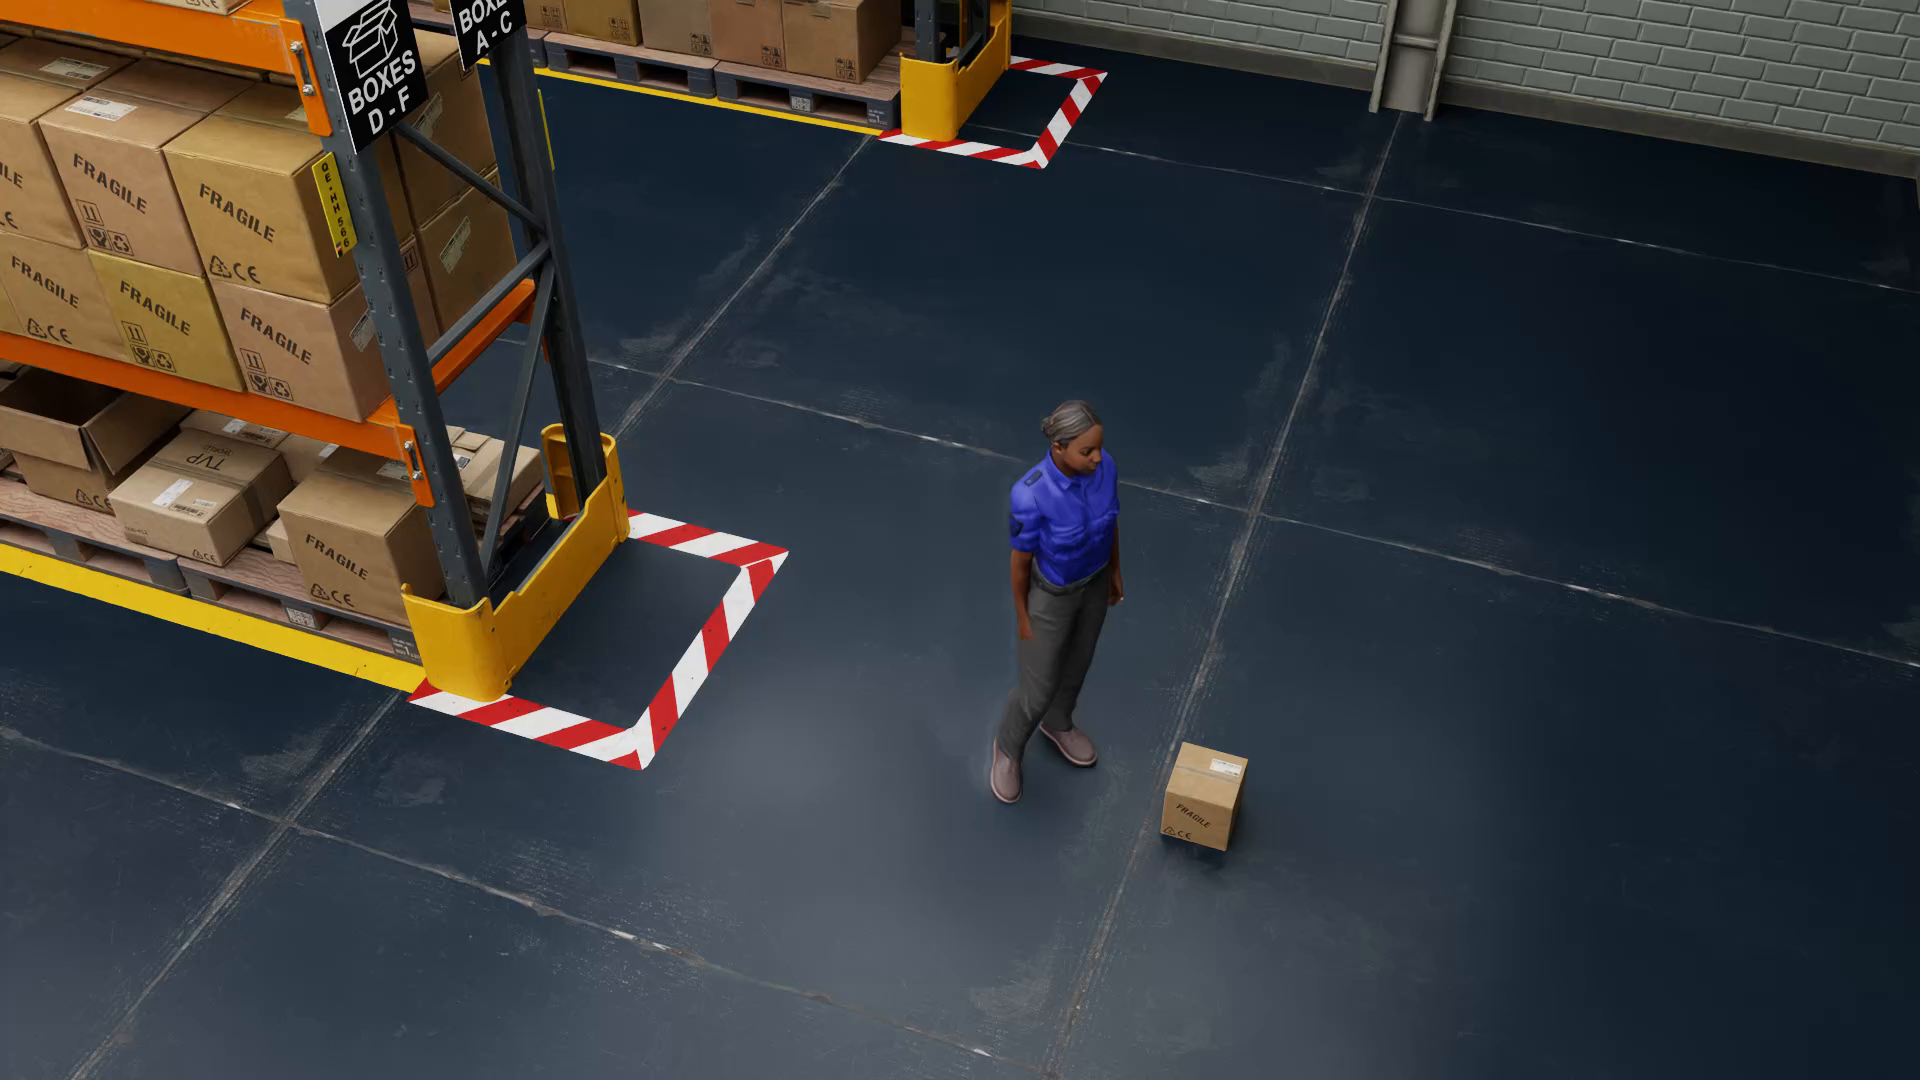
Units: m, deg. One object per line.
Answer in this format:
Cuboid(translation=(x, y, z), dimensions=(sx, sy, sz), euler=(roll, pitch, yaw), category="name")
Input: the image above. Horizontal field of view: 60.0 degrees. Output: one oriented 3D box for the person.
Cuboid(translation=(0.341, 0.219, 5.915), dimensions=(0.592, 1.677, 0.319), euler=(-30, 50, -29), category="person")
